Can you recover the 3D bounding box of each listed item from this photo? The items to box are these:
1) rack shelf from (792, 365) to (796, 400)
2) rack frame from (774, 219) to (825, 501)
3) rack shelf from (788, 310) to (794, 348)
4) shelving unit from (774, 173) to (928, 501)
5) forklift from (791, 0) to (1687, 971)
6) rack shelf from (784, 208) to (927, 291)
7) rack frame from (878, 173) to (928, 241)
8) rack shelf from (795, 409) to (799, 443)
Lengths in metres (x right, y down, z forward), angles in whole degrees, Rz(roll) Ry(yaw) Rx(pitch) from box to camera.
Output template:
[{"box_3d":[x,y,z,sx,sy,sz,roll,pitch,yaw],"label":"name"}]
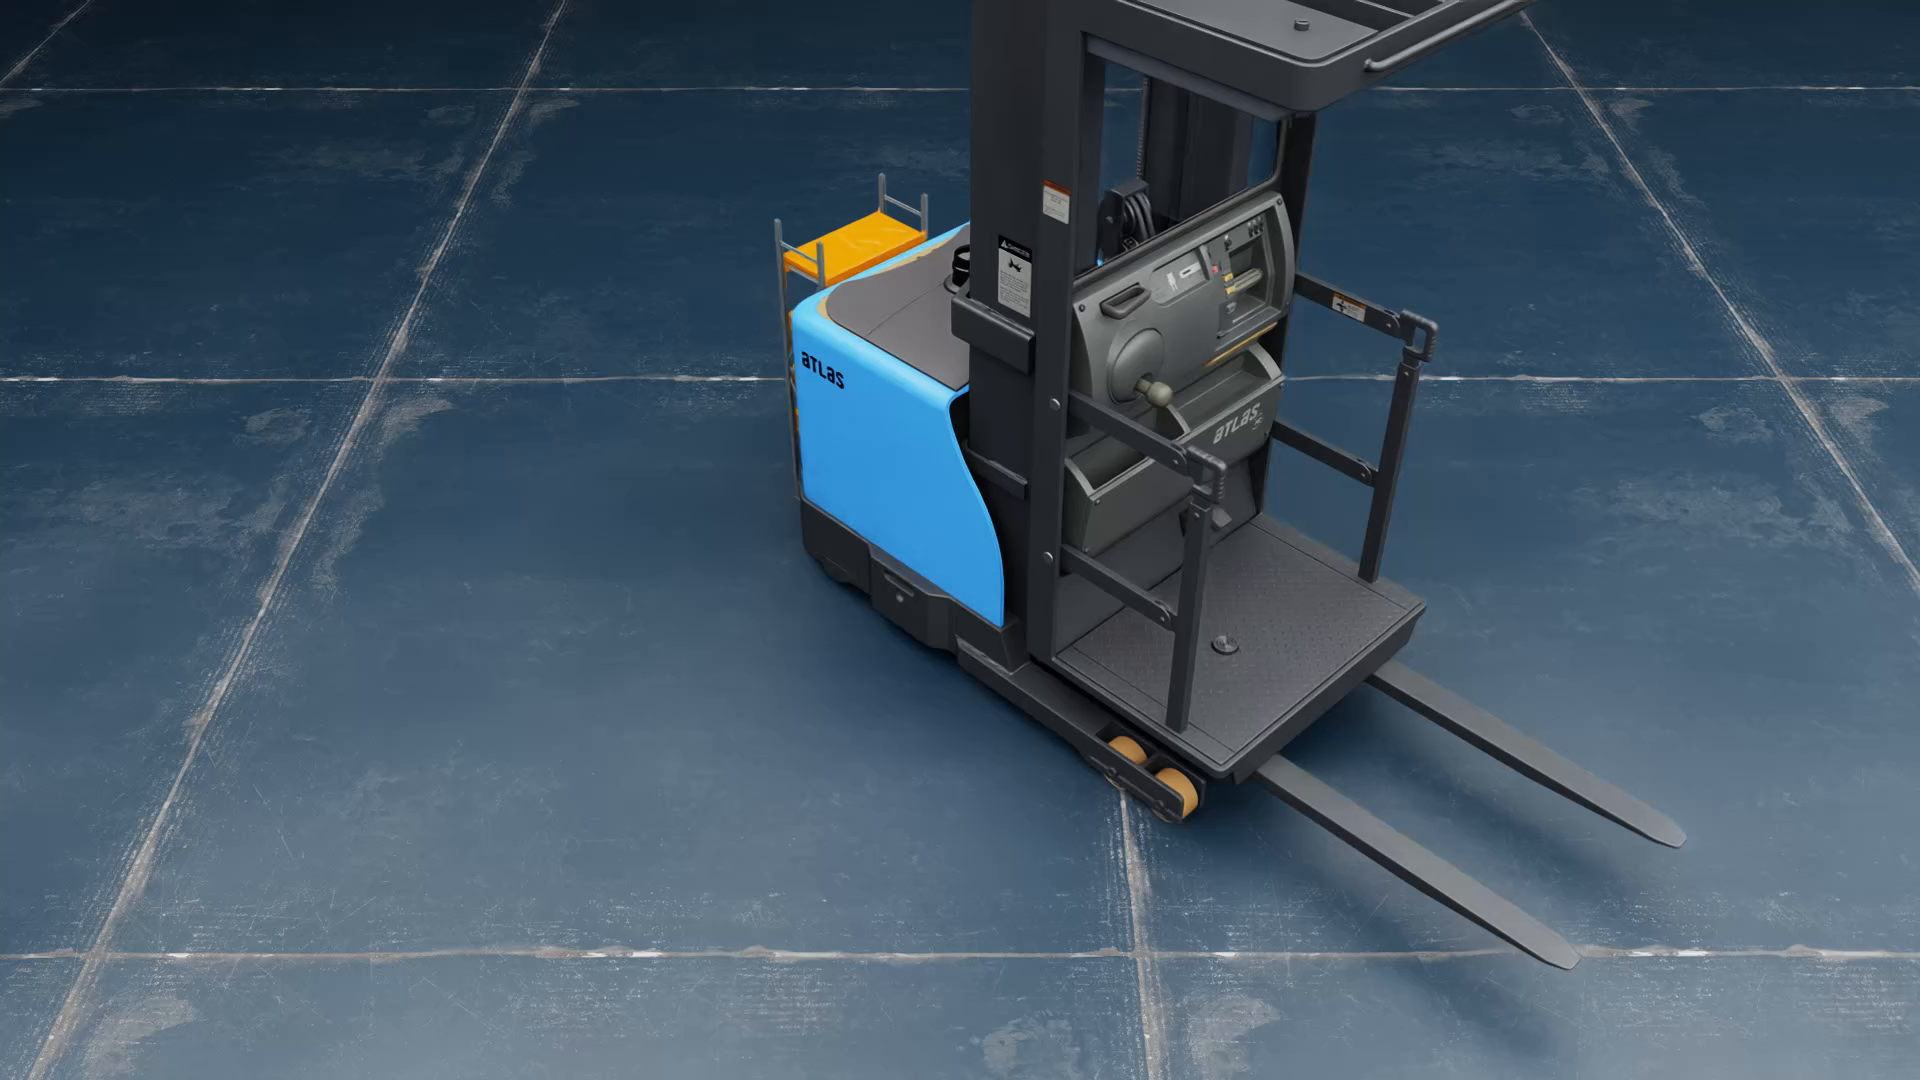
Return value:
[{"box_3d":[-0.376,-0.634,6.189,0.480,0.148,0.258,-32,49,-33],"label":"rack shelf"},{"box_3d":[-0.548,-0.578,6.012,0.015,1.200,0.240,-32,49,-33],"label":"rack frame"},{"box_3d":[-0.375,-0.808,6.049,0.480,0.148,0.258,-32,49,-33],"label":"rack shelf"},{"box_3d":[-0.376,-0.686,6.147,0.503,1.200,0.258,-32,49,-33],"label":"shelving unit"},{"box_3d":[0.813,-0.637,4.702,1.130,2.935,3.031,-32,48,-33],"label":"forklift"},{"box_3d":[-0.375,-0.993,5.901,0.480,0.148,0.258,-32,49,-33],"label":"rack shelf"},{"box_3d":[-0.203,-0.794,6.281,0.015,1.200,0.240,-32,49,-33],"label":"rack frame"},{"box_3d":[-0.376,-0.479,6.313,0.480,0.148,0.258,-32,49,-33],"label":"rack shelf"}]
